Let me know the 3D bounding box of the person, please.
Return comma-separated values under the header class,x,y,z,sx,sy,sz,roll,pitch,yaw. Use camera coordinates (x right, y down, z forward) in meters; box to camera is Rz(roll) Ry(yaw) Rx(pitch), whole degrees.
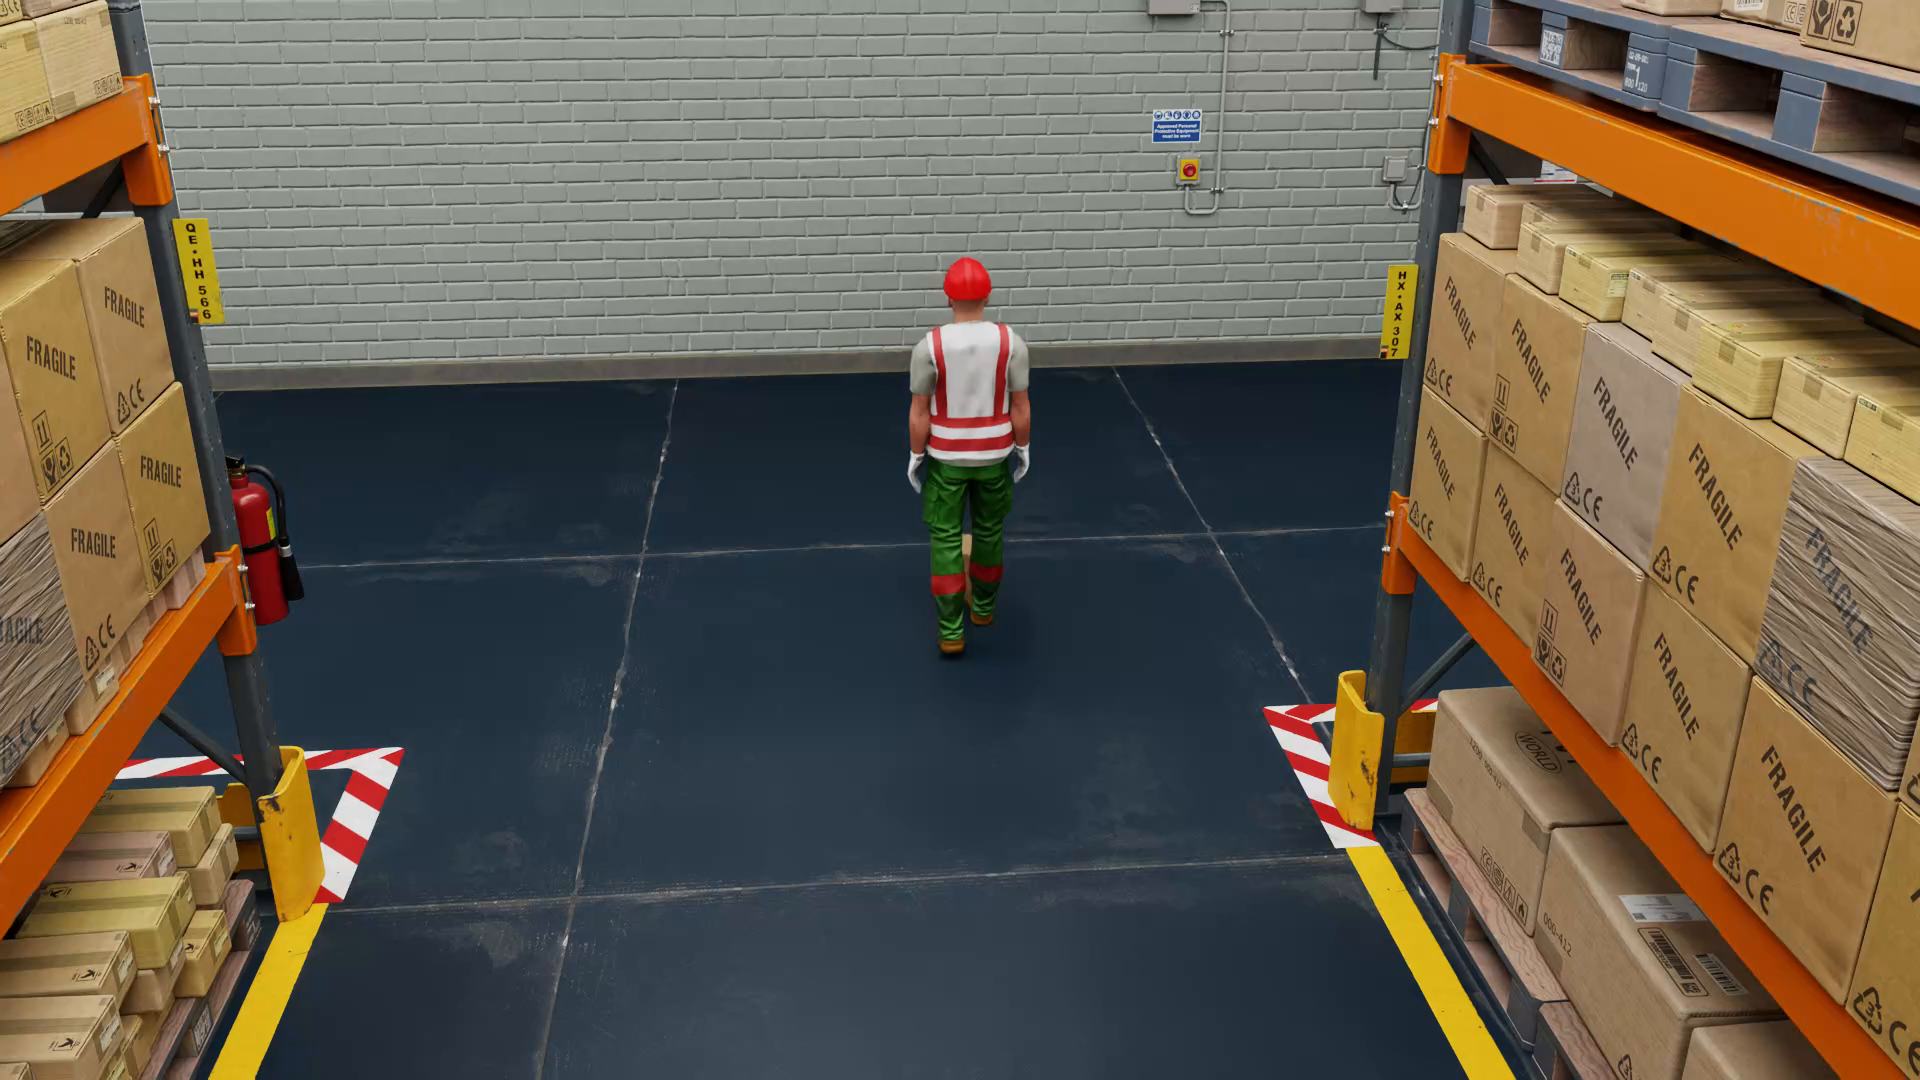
class,x,y,z,sx,sy,sz,roll,pitch,yaw
person,0.034,-0.395,7.468,0.553,1.800,0.641,-2,24,-5
